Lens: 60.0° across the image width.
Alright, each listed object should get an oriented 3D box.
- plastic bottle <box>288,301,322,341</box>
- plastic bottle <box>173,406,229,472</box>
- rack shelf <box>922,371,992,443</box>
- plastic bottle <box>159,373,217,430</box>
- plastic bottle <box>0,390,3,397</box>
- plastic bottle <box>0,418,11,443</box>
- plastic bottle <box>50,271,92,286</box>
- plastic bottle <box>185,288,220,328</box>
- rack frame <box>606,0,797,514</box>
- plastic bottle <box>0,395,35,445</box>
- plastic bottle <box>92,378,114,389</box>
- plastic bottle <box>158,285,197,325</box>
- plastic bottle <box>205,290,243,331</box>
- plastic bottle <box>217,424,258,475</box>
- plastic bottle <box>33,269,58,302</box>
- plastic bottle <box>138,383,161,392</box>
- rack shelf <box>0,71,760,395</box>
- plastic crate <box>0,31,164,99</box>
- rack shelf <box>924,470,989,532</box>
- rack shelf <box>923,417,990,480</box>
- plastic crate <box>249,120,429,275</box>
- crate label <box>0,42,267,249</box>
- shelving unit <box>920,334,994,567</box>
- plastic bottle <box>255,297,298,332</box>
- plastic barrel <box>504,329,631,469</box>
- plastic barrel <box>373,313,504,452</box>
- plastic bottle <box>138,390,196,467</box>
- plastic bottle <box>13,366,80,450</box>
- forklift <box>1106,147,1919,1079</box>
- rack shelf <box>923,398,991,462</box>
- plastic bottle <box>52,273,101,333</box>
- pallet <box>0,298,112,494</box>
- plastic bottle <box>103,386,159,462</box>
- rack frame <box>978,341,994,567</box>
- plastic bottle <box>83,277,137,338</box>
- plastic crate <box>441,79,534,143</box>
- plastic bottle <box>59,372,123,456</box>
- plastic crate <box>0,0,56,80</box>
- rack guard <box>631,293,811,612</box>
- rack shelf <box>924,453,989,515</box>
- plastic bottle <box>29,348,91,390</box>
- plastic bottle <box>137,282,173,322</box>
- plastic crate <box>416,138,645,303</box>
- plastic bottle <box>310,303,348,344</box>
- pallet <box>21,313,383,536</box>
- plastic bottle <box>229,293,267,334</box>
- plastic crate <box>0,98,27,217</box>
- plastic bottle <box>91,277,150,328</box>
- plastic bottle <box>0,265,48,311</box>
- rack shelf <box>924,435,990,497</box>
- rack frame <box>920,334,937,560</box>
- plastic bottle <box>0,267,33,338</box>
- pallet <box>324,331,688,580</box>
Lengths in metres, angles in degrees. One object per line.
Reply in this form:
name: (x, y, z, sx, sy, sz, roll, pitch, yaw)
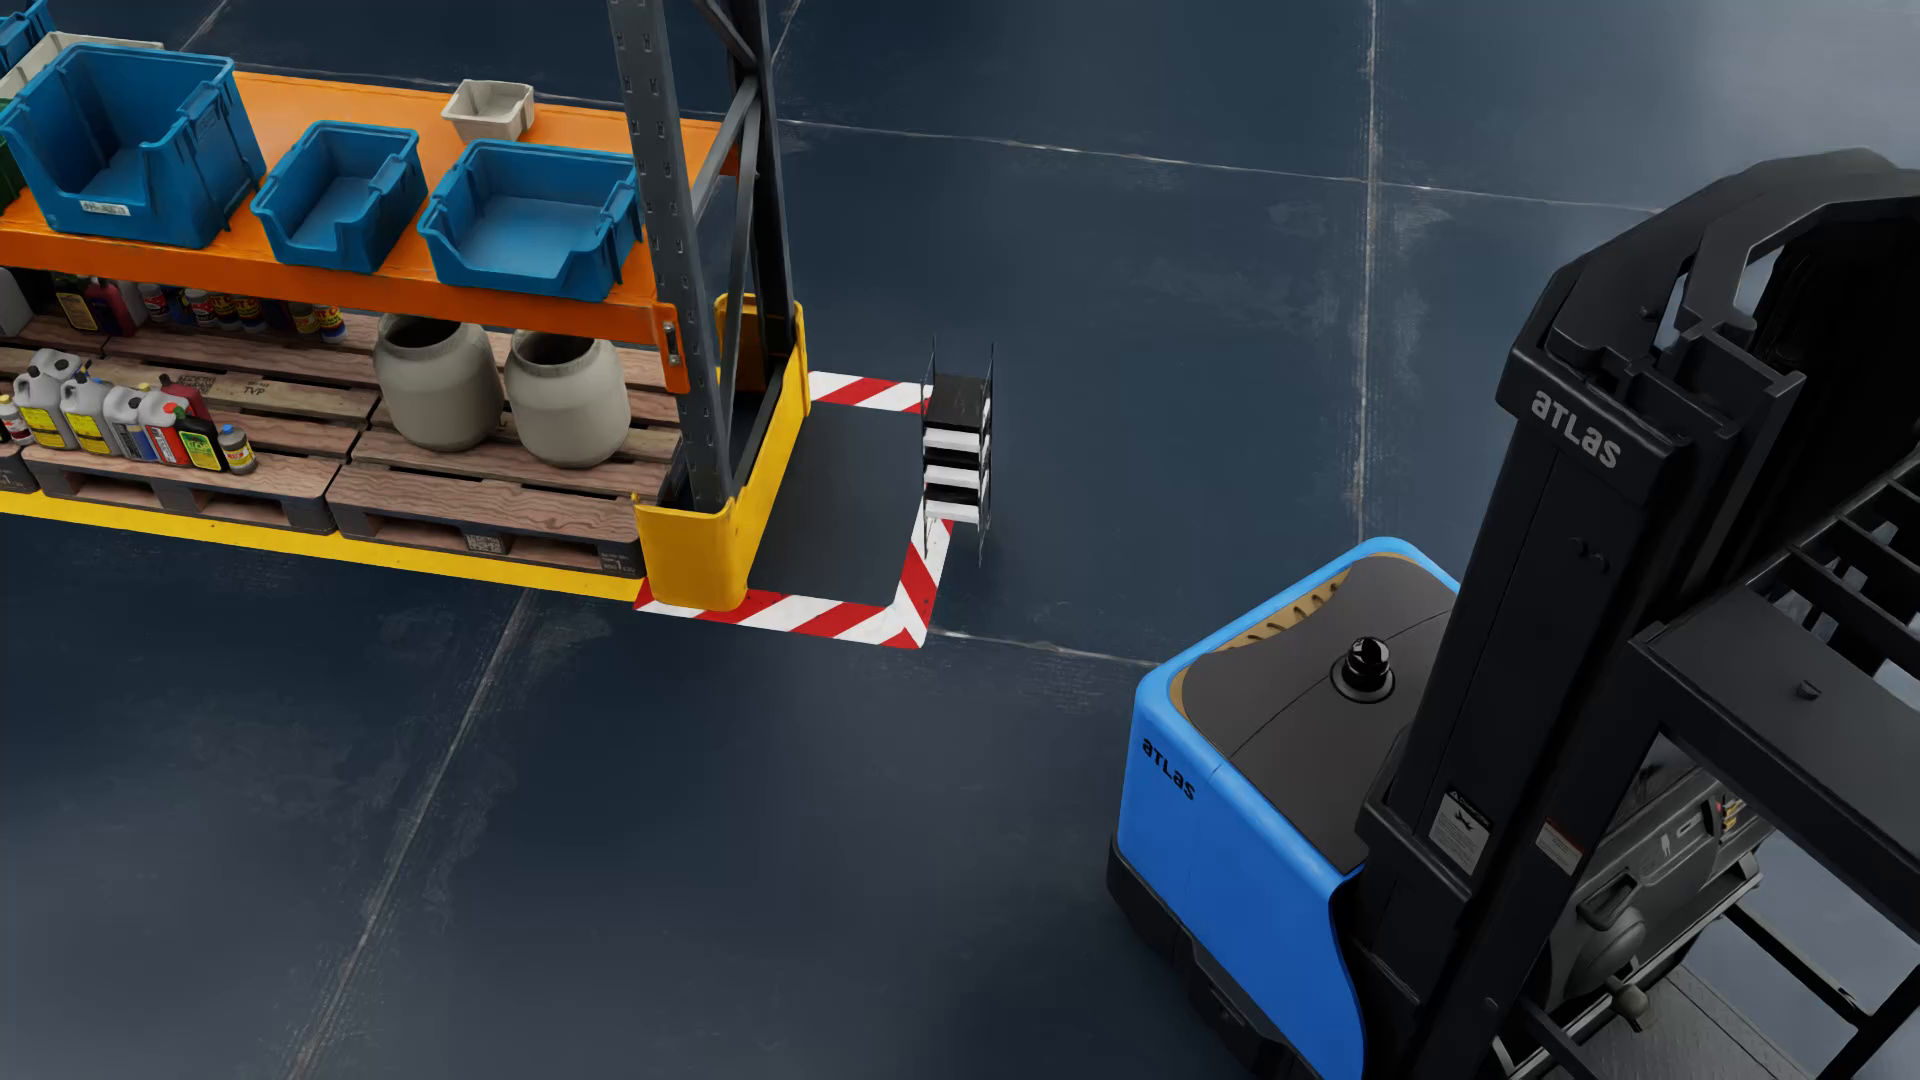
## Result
plastic bottle: (-2.614, -0.902, 6.630, 0.097, 0.201, 0.097, 0, 48, 0)
plastic bottle: (-2.787, -0.372, 6.098, 0.133, 0.283, 0.061, 9, 49, 8)
rack shelf: (-0.008, -0.460, 5.740, 0.200, 0.077, 0.258, 8, 49, 7)
plastic bottle: (-2.893, -0.502, 6.215, 0.133, 0.283, 0.061, 8, 49, 7)
plastic bottle: (-3.662, -0.546, 6.262, 0.097, 0.271, 0.097, 0, 48, 0)
plastic bottle: (-3.658, -0.490, 6.204, 0.133, 0.283, 0.061, 10, 49, 9)
plastic bottle: (-3.528, -1.058, 6.669, 0.185, 0.351, 0.144, 7, 48, 7)
plastic bottle: (-3.045, -0.960, 6.682, 0.097, 0.201, 0.097, 0, 48, 0)
rack frame: (-0.783, -1.209, 5.320, 0.127, 3.000, 1.000, 8, 49, 7)
plastic bottle: (-3.539, -0.460, 6.232, 0.097, 0.201, 0.097, 0, 48, 0)
plastic bottle: (-3.233, -0.528, 6.293, 0.097, 0.201, 0.097, 0, 48, 0)
plastic bottle: (-3.147, -0.998, 6.668, 0.097, 0.271, 0.097, 0, 48, 0)
plastic bottle: (-2.948, -0.971, 6.644, 0.097, 0.271, 0.097, 0, 48, 0)
plastic bottle: (-2.668, -0.343, 6.127, 0.097, 0.201, 0.097, 0, 48, 0)
plastic bottle: (-3.678, -1.087, 6.740, 0.133, 0.283, 0.061, 11, 49, 9)
plastic bottle: (-3.044, -0.508, 6.276, 0.097, 0.201, 0.097, 0, 48, 0)
rack shelf: (-2.751, -1.233, 5.825, 4.000, 0.370, 1.077, 8, 49, 7)
plastic crate: (-3.076, -1.621, 5.867, 0.437, 0.136, 0.530, 8, 49, 7)
rack shelf: (-0.008, -0.159, 6.075, 0.200, 0.077, 0.258, 8, 49, 7)
rack shelf: (-0.008, -0.340, 5.874, 0.200, 0.077, 0.258, 8, 49, 7)
plastic crate: (-1.967, -1.097, 5.319, 0.408, 0.251, 0.499, 8, 49, 7)
crate label: (-2.642, -1.266, 5.348, 0.616, 0.435, 0.502, 8, 49, 7)
shelving unit: (-0.008, -0.302, 5.916, 0.210, 0.900, 0.258, 8, 49, 7)
plastic bottle: (-2.731, -0.959, 6.626, 0.133, 0.283, 0.061, 8, 49, 7)
plastic barrel: (-1.444, -0.549, 6.117, 0.421, 0.512, 0.421, 0, 48, 0)
plastic barrel: (-1.938, -0.615, 6.177, 0.421, 0.512, 0.421, 0, 48, 0)
plastic bottle: (-2.911, -0.421, 6.147, 0.135, 0.276, 0.152, 8, 49, 7)
plastic bottle: (-3.395, -0.508, 6.175, 0.185, 0.351, 0.144, 7, 48, 7)
forklift: (1.725, 0.802, 3.559, 1.130, 2.935, 3.031, -28, 54, -23)
rack shelf: (-0.008, -0.400, 5.807, 0.200, 0.077, 0.258, 8, 49, 7)
plastic bottle: (-3.521, -0.957, 6.623, 0.133, 0.283, 0.061, 8, 49, 7)
pallet: (-4.066, -0.687, 6.725, 1.213, 0.211, 1.003, 8, 49, 7)
plastic bottle: (-3.048, -0.440, 6.164, 0.135, 0.276, 0.152, 6, 48, 6)
rack frame: (0.092, -0.288, 5.904, 0.006, 0.900, 0.240, 8, 49, 7)
plastic bottle: (-3.387, -0.933, 6.602, 0.133, 0.283, 0.061, 8, 49, 7)
plastic crate: (-1.607, -1.475, 5.736, 0.250, 0.136, 0.298, 8, 49, 7)
plastic bottle: (-3.212, -0.484, 6.153, 0.185, 0.351, 0.144, 9, 49, 8)
plastic crate: (-3.582, -1.741, 5.898, 0.616, 0.251, 0.499, 8, 49, 7)
rack guard: (-0.866, -0.349, 6.228, 0.348, 0.500, 1.175, 8, 49, 7)
rack shelf: (-0.008, -0.219, 6.008, 0.200, 0.077, 0.258, 8, 49, 7)
plastic bottle: (-3.393, -0.595, 6.303, 0.135, 0.276, 0.152, 8, 49, 7)
plastic bottle: (-3.247, -0.988, 6.706, 0.097, 0.201, 0.097, 0, 48, 0)
plastic crate: (-1.329, -1.007, 5.238, 0.616, 0.251, 0.499, 8, 49, 7)
plastic bottle: (-2.512, -0.912, 6.591, 0.097, 0.271, 0.097, 0, 48, 0)
pallet: (-2.862, -0.527, 6.582, 1.213, 0.211, 1.003, 8, 49, 7)
plastic bottle: (-2.849, -0.957, 6.632, 0.097, 0.271, 0.097, 0, 48, 0)
plastic crate: (-3.434, -1.281, 5.527, 0.662, 0.188, 0.450, 8, 49, 7)
plastic bottle: (-3.368, -1.008, 6.675, 0.135, 0.276, 0.152, 8, 49, 8)
plastic bottle: (-3.845, -1.100, 6.707, 0.185, 0.351, 0.144, 5, 48, 5)
rack shelf: (-0.008, -0.280, 5.941, 0.200, 0.077, 0.258, 8, 49, 7)
rack frame: (-0.108, -0.315, 5.928, 0.006, 0.900, 0.240, 8, 49, 7)
plastic bottle: (-3.847, -0.964, 6.635, 0.135, 0.276, 0.152, 8, 49, 7)
pallet: (-1.665, -0.364, 6.435, 1.213, 0.211, 1.003, 8, 49, 7)
